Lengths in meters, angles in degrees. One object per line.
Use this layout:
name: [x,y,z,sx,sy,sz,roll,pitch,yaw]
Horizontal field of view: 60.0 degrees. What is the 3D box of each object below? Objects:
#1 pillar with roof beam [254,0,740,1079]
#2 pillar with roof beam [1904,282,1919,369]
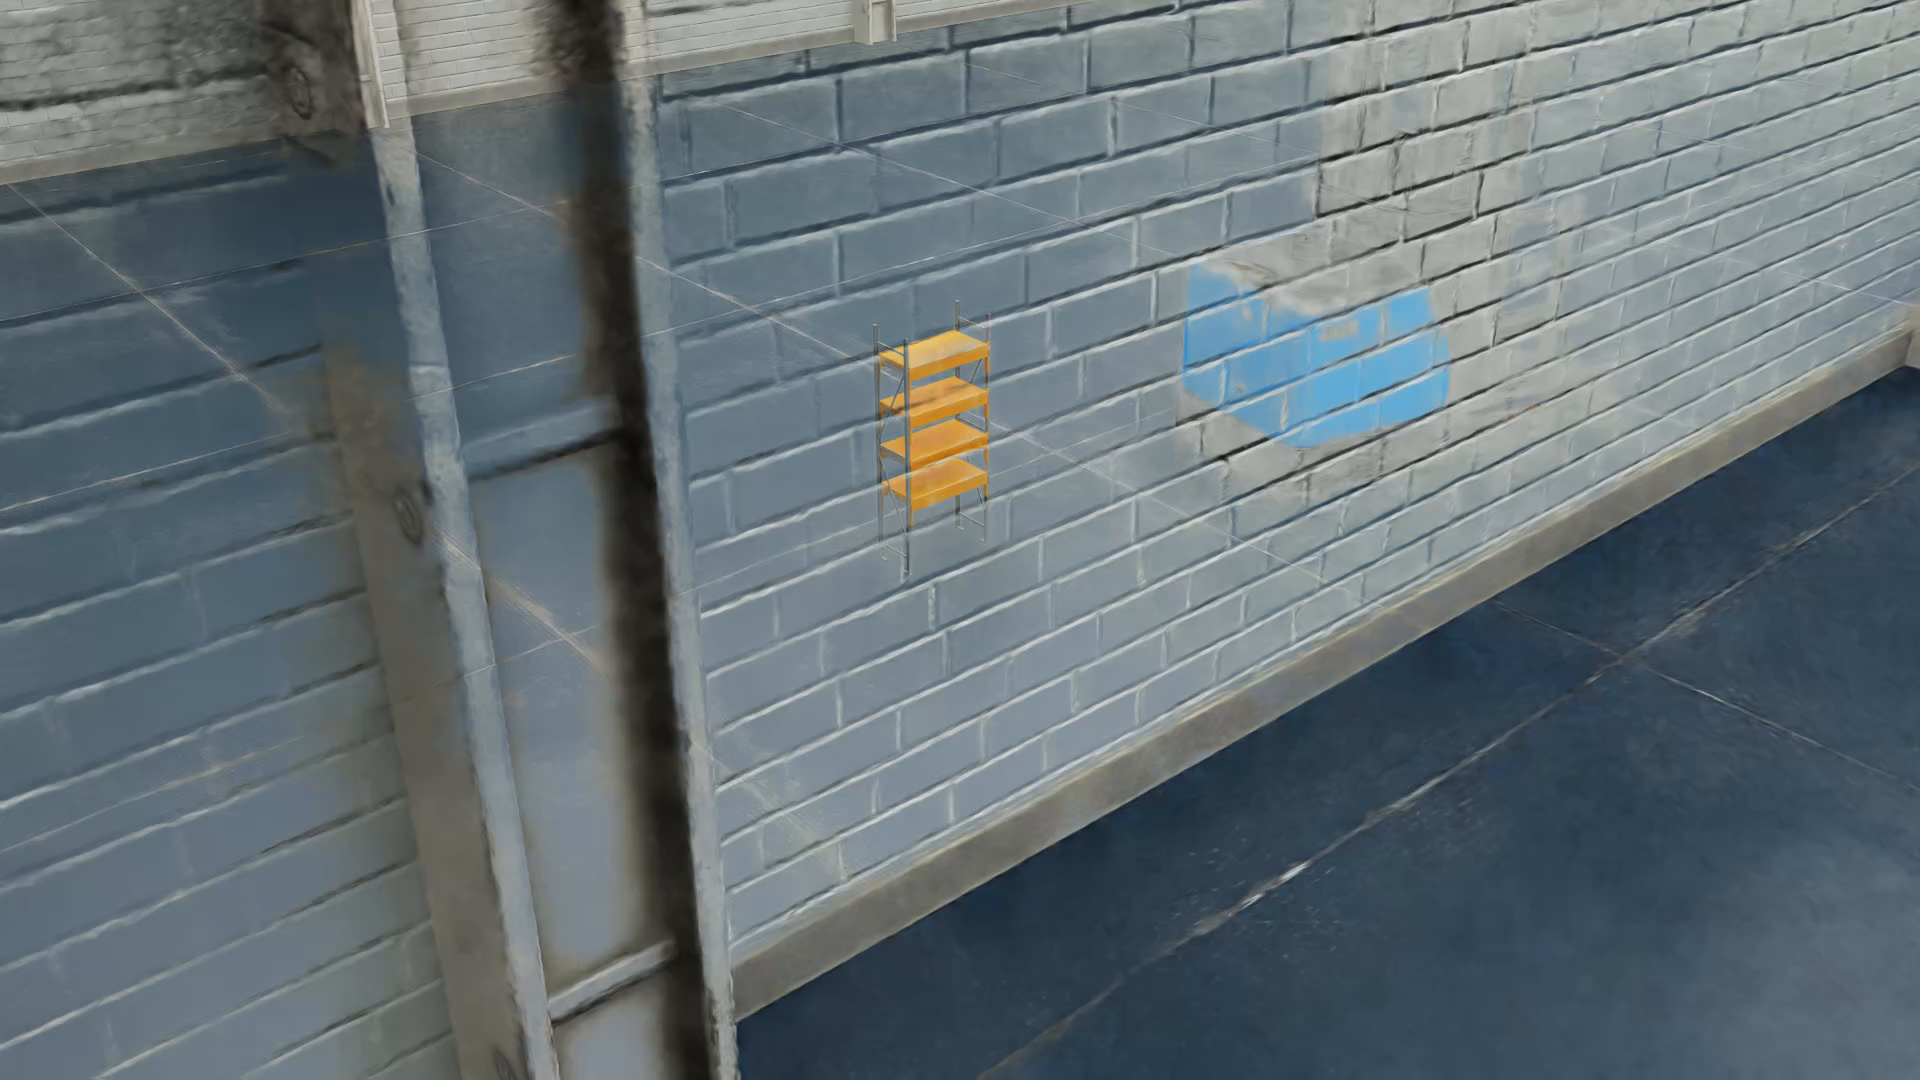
pillar with roof beam: [-2.735,-6.246,10.391,0.400,9.000,9.100,-22,35,-35]
pillar with roof beam: [1.829,-8.082,13.825,0.400,9.000,9.100,-22,35,-35]
